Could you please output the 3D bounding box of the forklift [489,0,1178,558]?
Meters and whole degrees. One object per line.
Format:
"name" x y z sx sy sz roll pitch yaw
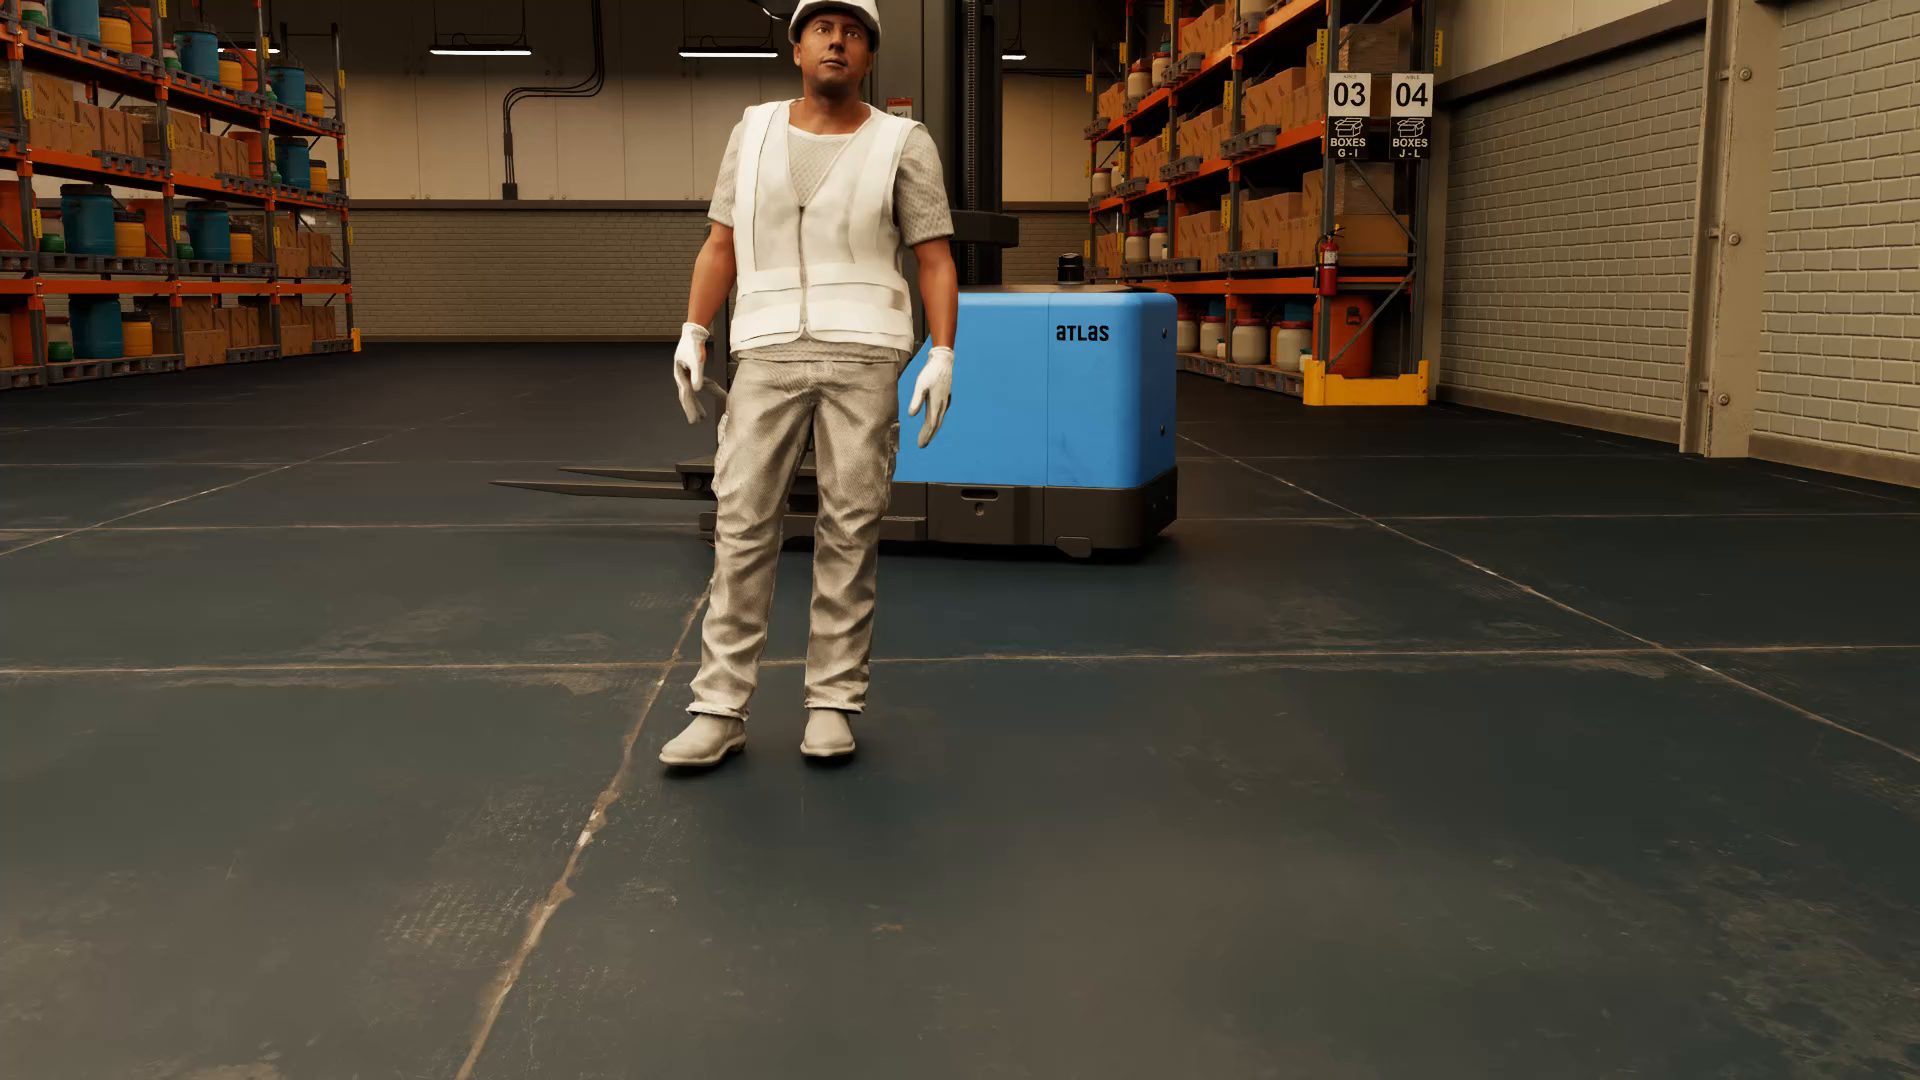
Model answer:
"forklift" -0.603 -1.476 7.273 3.031 2.935 1.130 3 9 16

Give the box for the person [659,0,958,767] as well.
"person" -0.343 -0.391 3.819 0.657 1.783 0.576 1 9 7
